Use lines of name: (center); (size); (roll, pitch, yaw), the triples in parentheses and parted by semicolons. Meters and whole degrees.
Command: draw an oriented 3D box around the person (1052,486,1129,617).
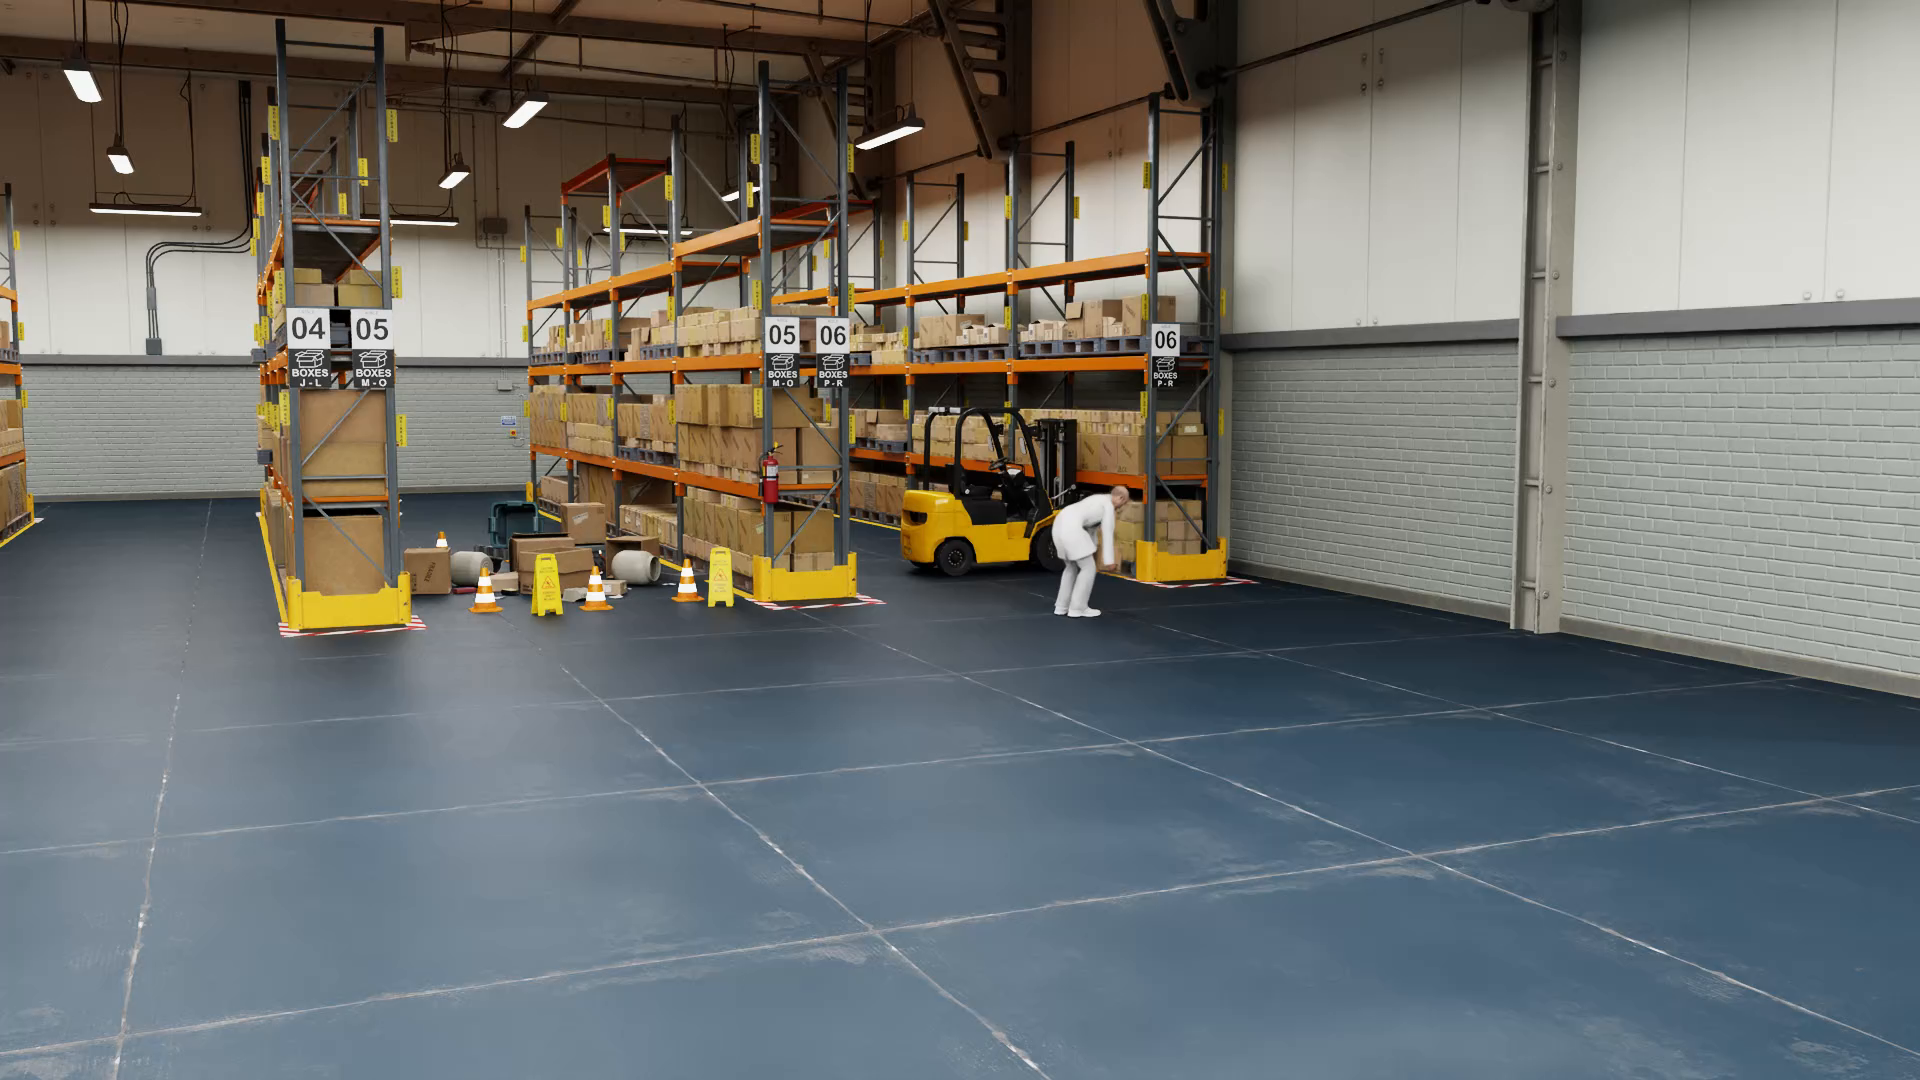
person: (1.406, 0.116, 17.682); (0.891, 1.370, 0.551); (-2, 6, -25)
